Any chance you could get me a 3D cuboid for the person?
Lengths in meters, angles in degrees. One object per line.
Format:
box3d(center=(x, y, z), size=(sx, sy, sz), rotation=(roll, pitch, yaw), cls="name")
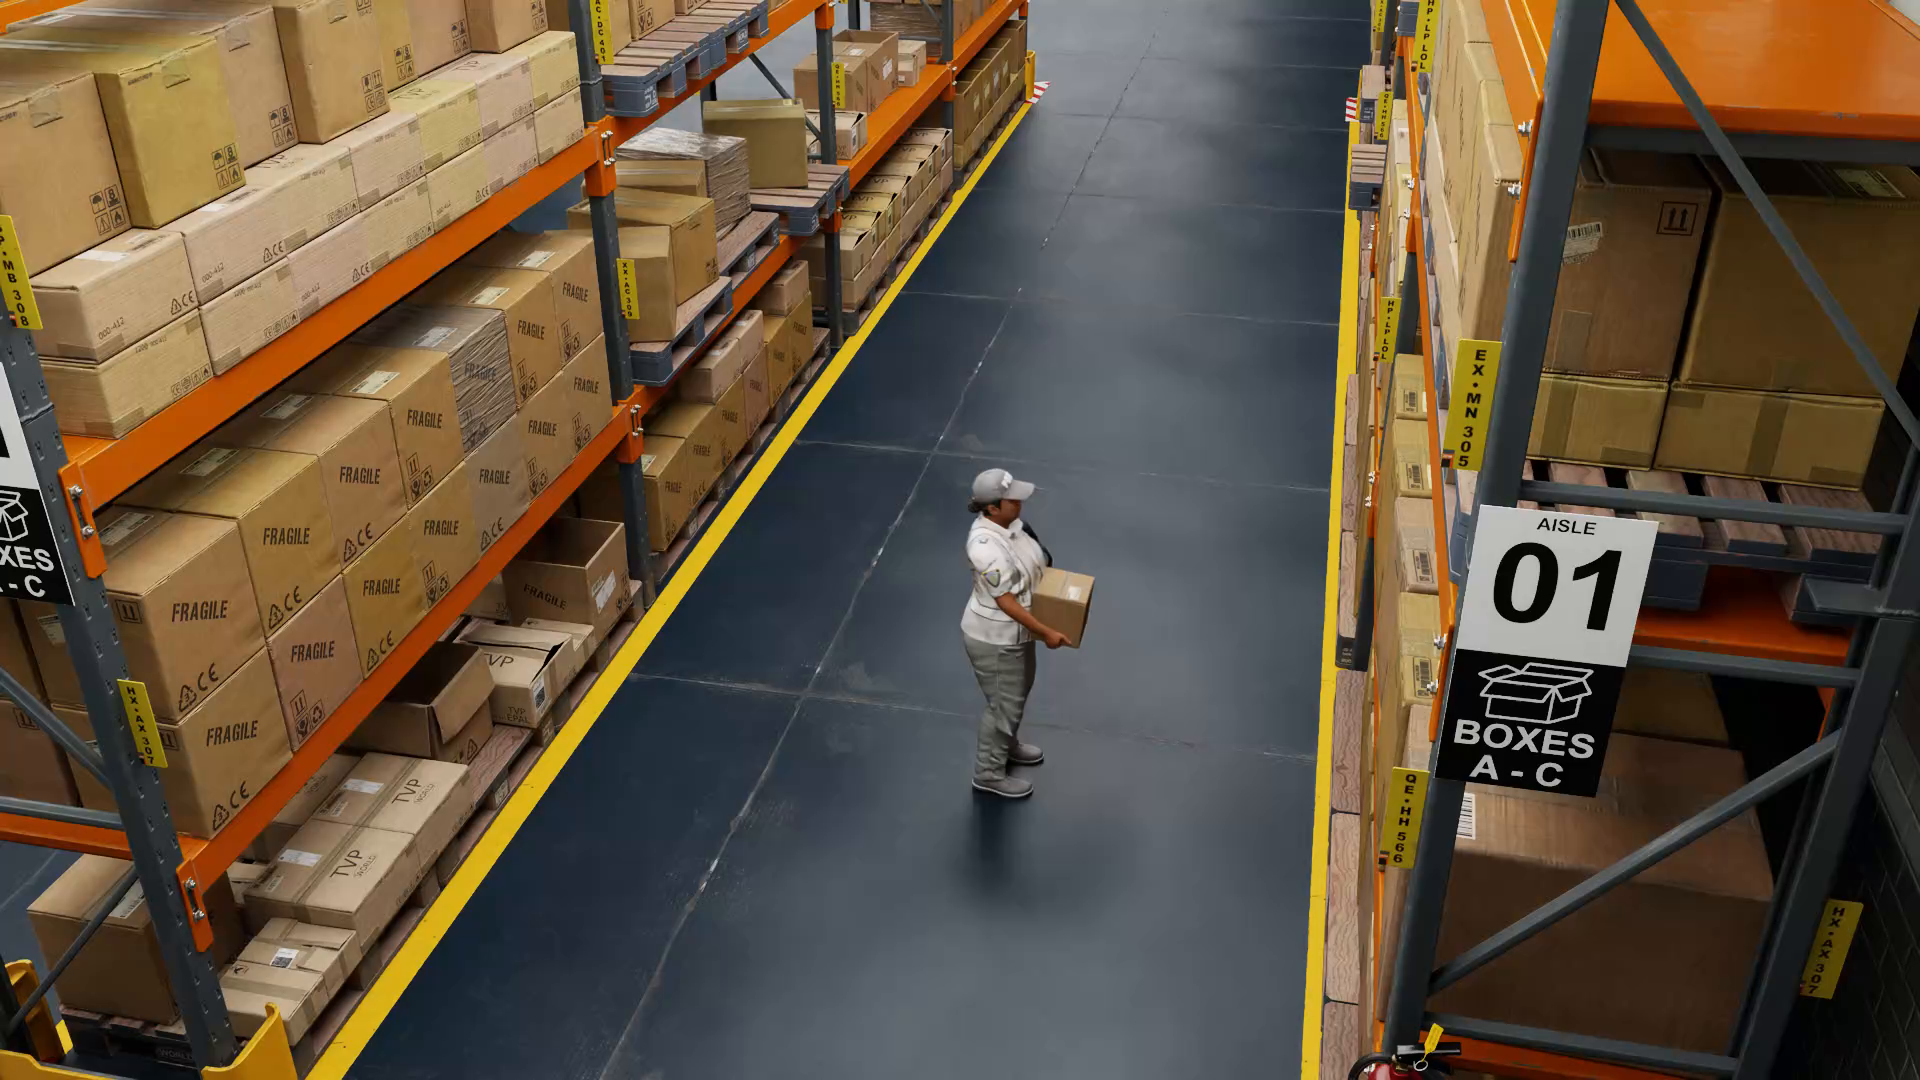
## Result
box3d(center=(0.280, 0.433, 7.839), size=(0.535, 1.654, 0.452), rotation=(6, 30, 11), cls="person")
